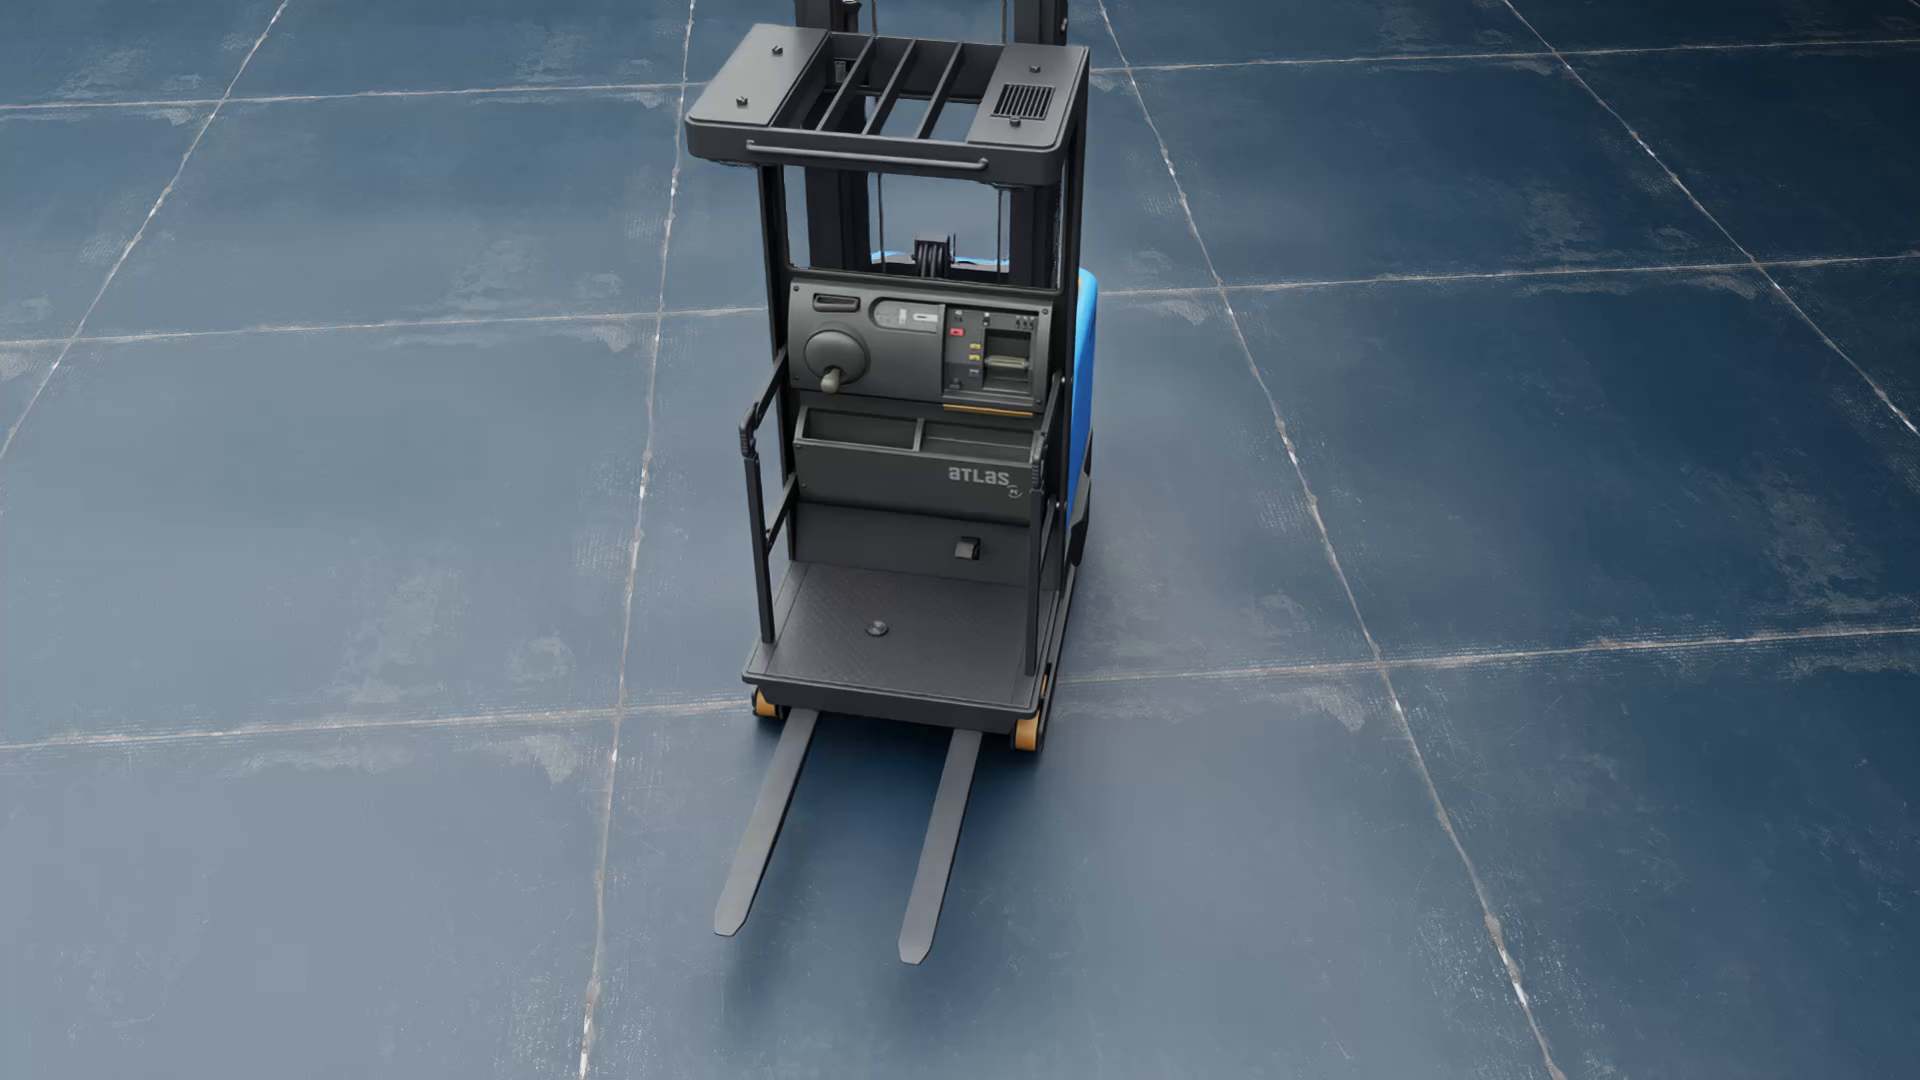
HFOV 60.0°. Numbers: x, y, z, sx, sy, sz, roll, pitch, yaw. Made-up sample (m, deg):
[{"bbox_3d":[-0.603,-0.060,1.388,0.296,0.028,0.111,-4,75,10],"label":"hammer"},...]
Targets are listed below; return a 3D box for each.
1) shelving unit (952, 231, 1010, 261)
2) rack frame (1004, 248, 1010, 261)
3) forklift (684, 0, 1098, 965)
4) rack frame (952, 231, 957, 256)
[{"bbox_3d":[0.086,-0.867,7.501,0.252,1.050,0.215,6,39,7],"label":"shelving unit"},{"bbox_3d":[0.206,-0.855,7.486,0.008,1.050,0.200,6,39,7],"label":"rack frame"},{"bbox_3d":[-0.181,-0.606,5.652,1.130,2.935,3.031,6,39,8],"label":"forklift"},{"bbox_3d":[-0.035,-0.880,7.517,0.008,1.050,0.200,6,39,7],"label":"rack frame"}]
